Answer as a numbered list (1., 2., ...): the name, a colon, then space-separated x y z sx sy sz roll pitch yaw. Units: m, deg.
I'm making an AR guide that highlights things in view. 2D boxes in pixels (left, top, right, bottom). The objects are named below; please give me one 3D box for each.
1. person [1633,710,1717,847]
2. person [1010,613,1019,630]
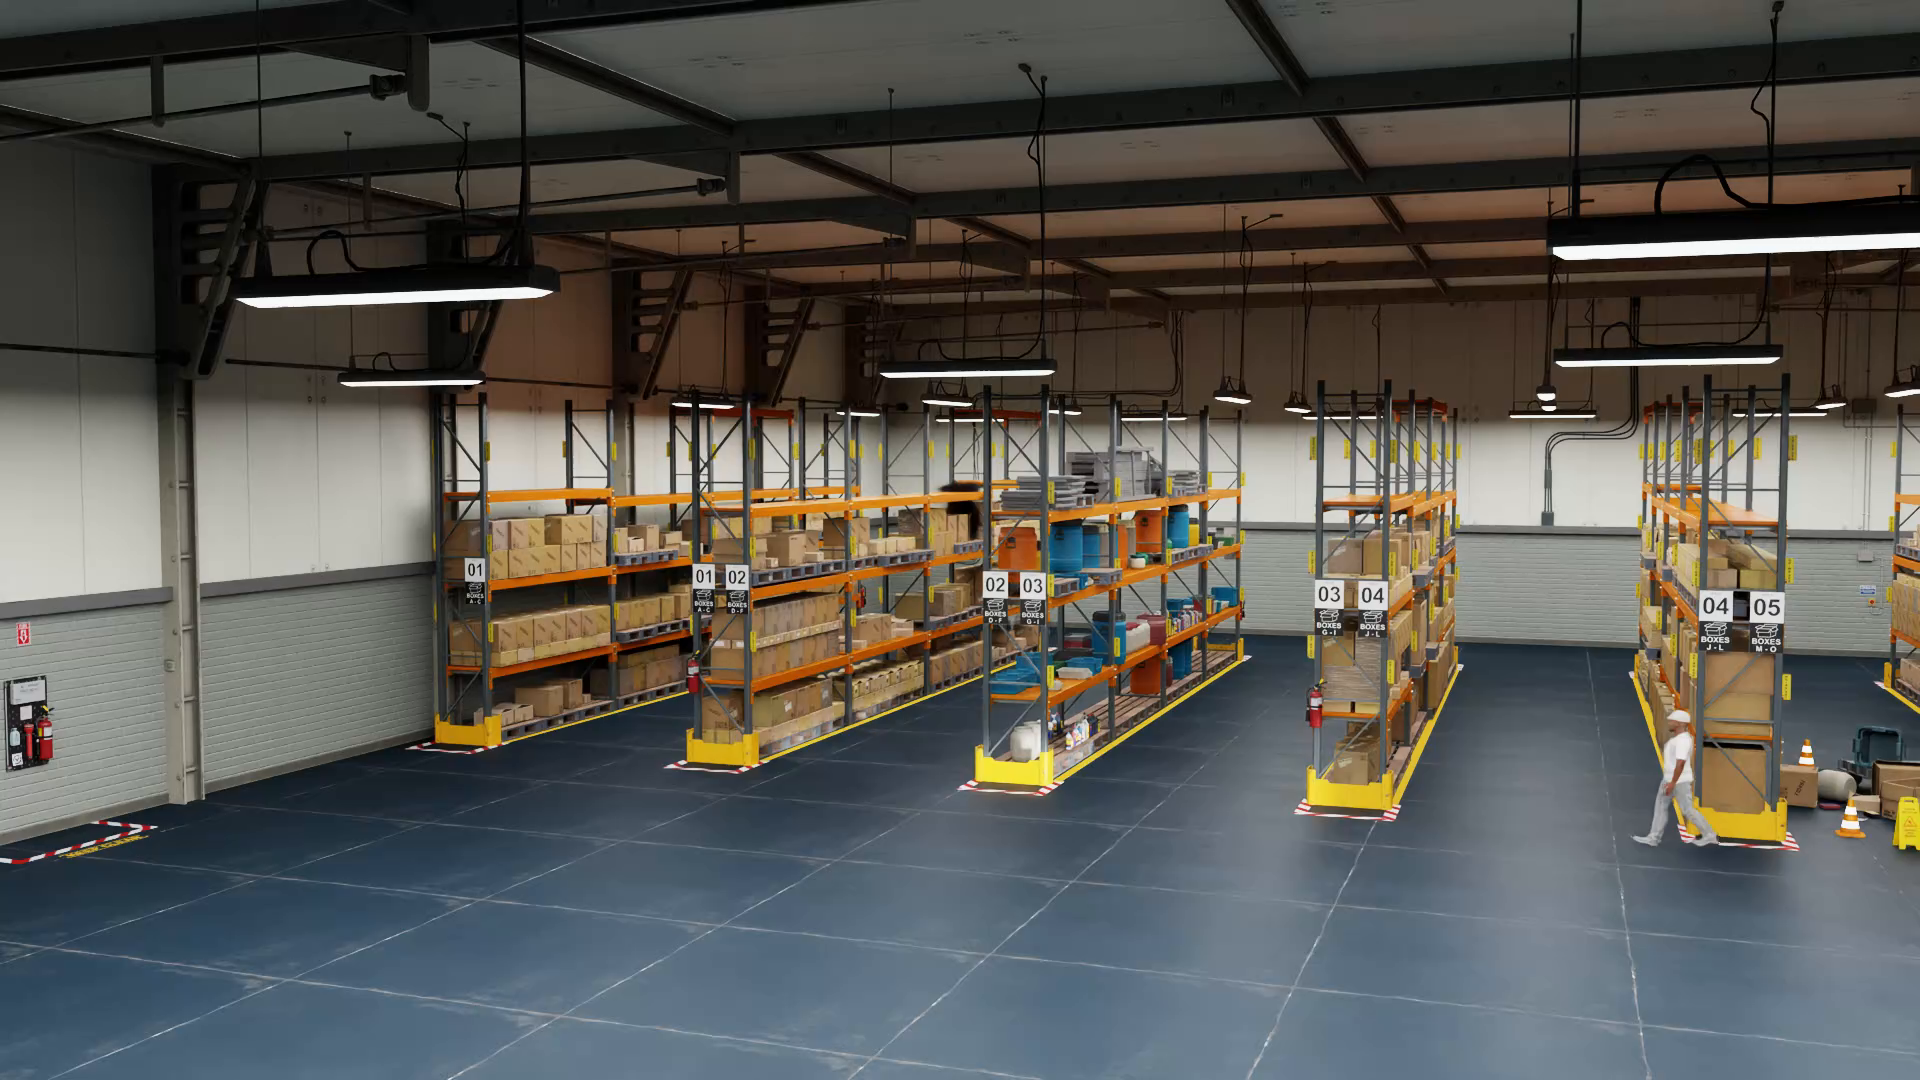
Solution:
1. person: 9.028 3.020 20.940 0.953 1.742 0.557 0 3 5
2. person: 1.577 1.815 44.206 0.469 1.638 1.000 2 3 30
